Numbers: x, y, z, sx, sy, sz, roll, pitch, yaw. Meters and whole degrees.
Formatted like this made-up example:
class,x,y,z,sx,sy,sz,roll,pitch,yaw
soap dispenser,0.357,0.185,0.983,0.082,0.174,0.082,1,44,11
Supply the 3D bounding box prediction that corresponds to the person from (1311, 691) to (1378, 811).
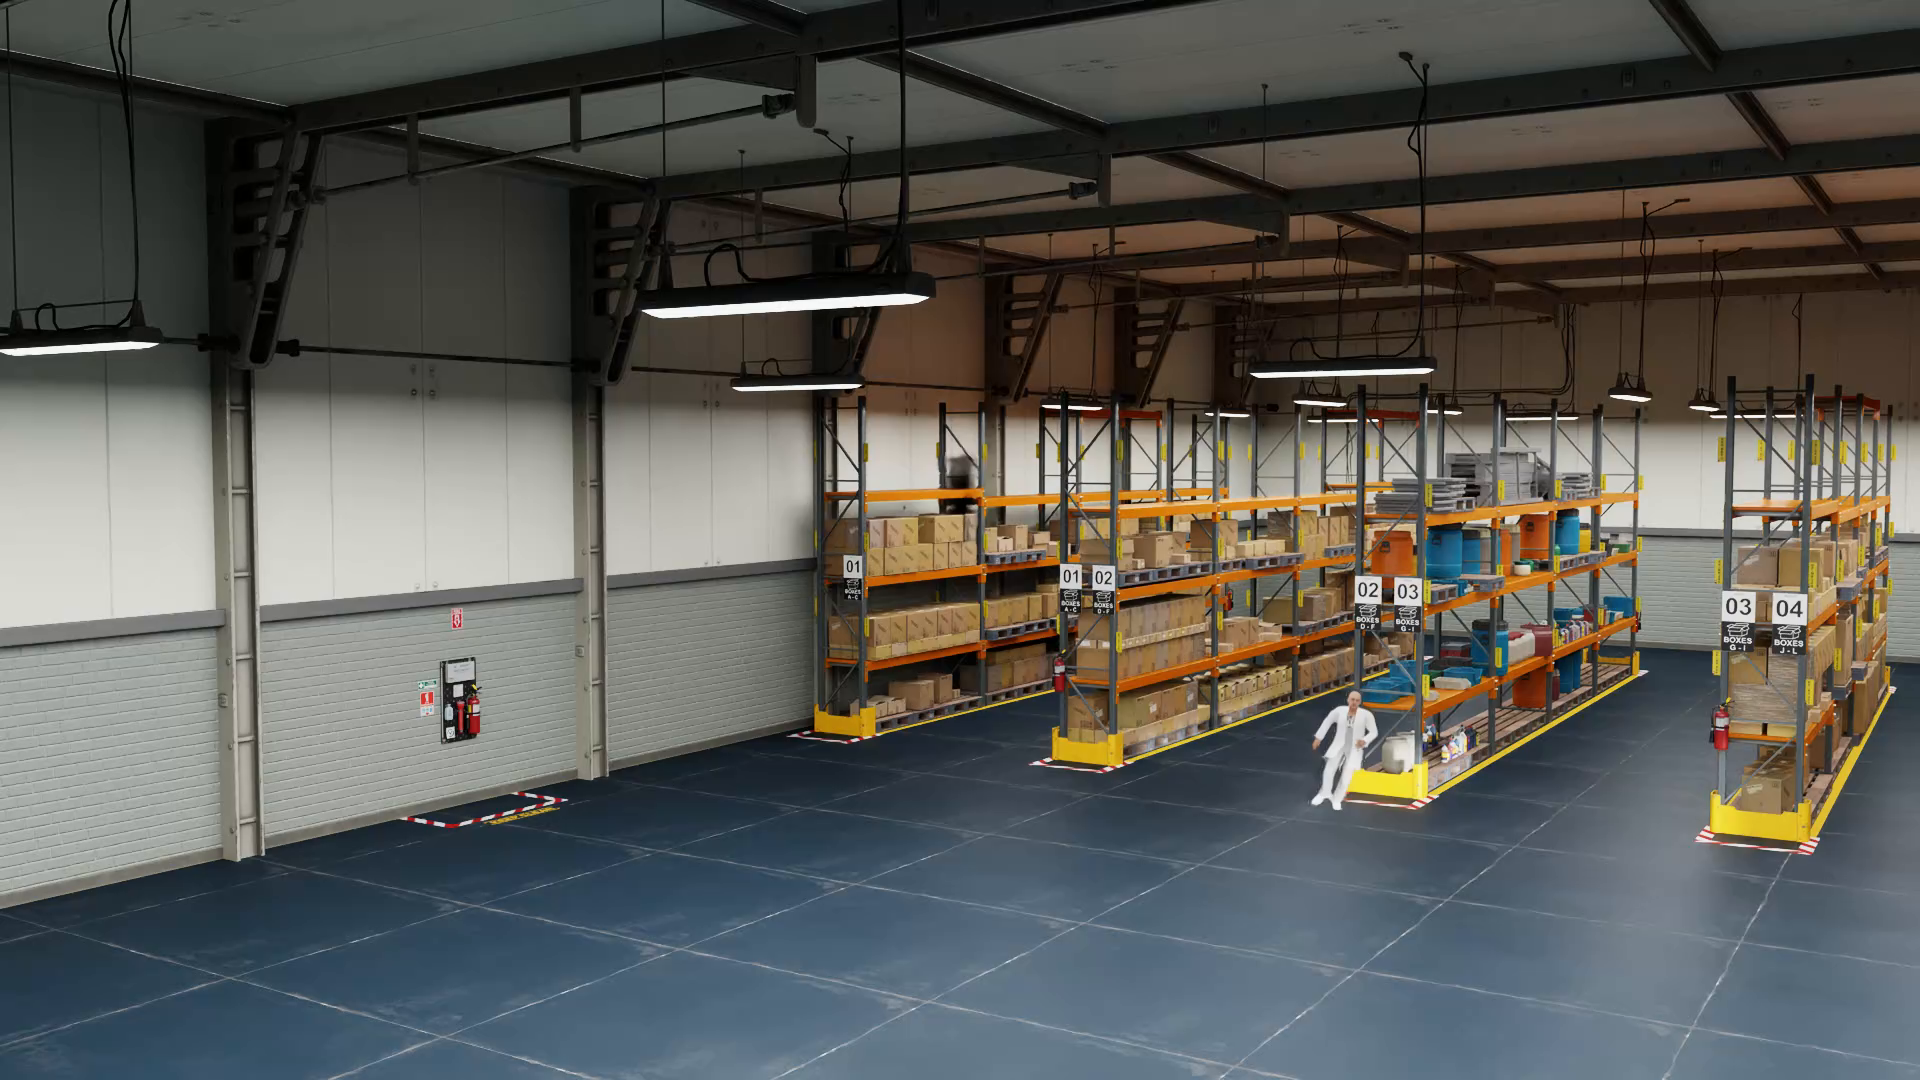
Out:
class,x,y,z,sx,sy,sz,roll,pitch,yaw
person,5.381,2.965,23.262,0.903,1.711,0.662,1,3,13
